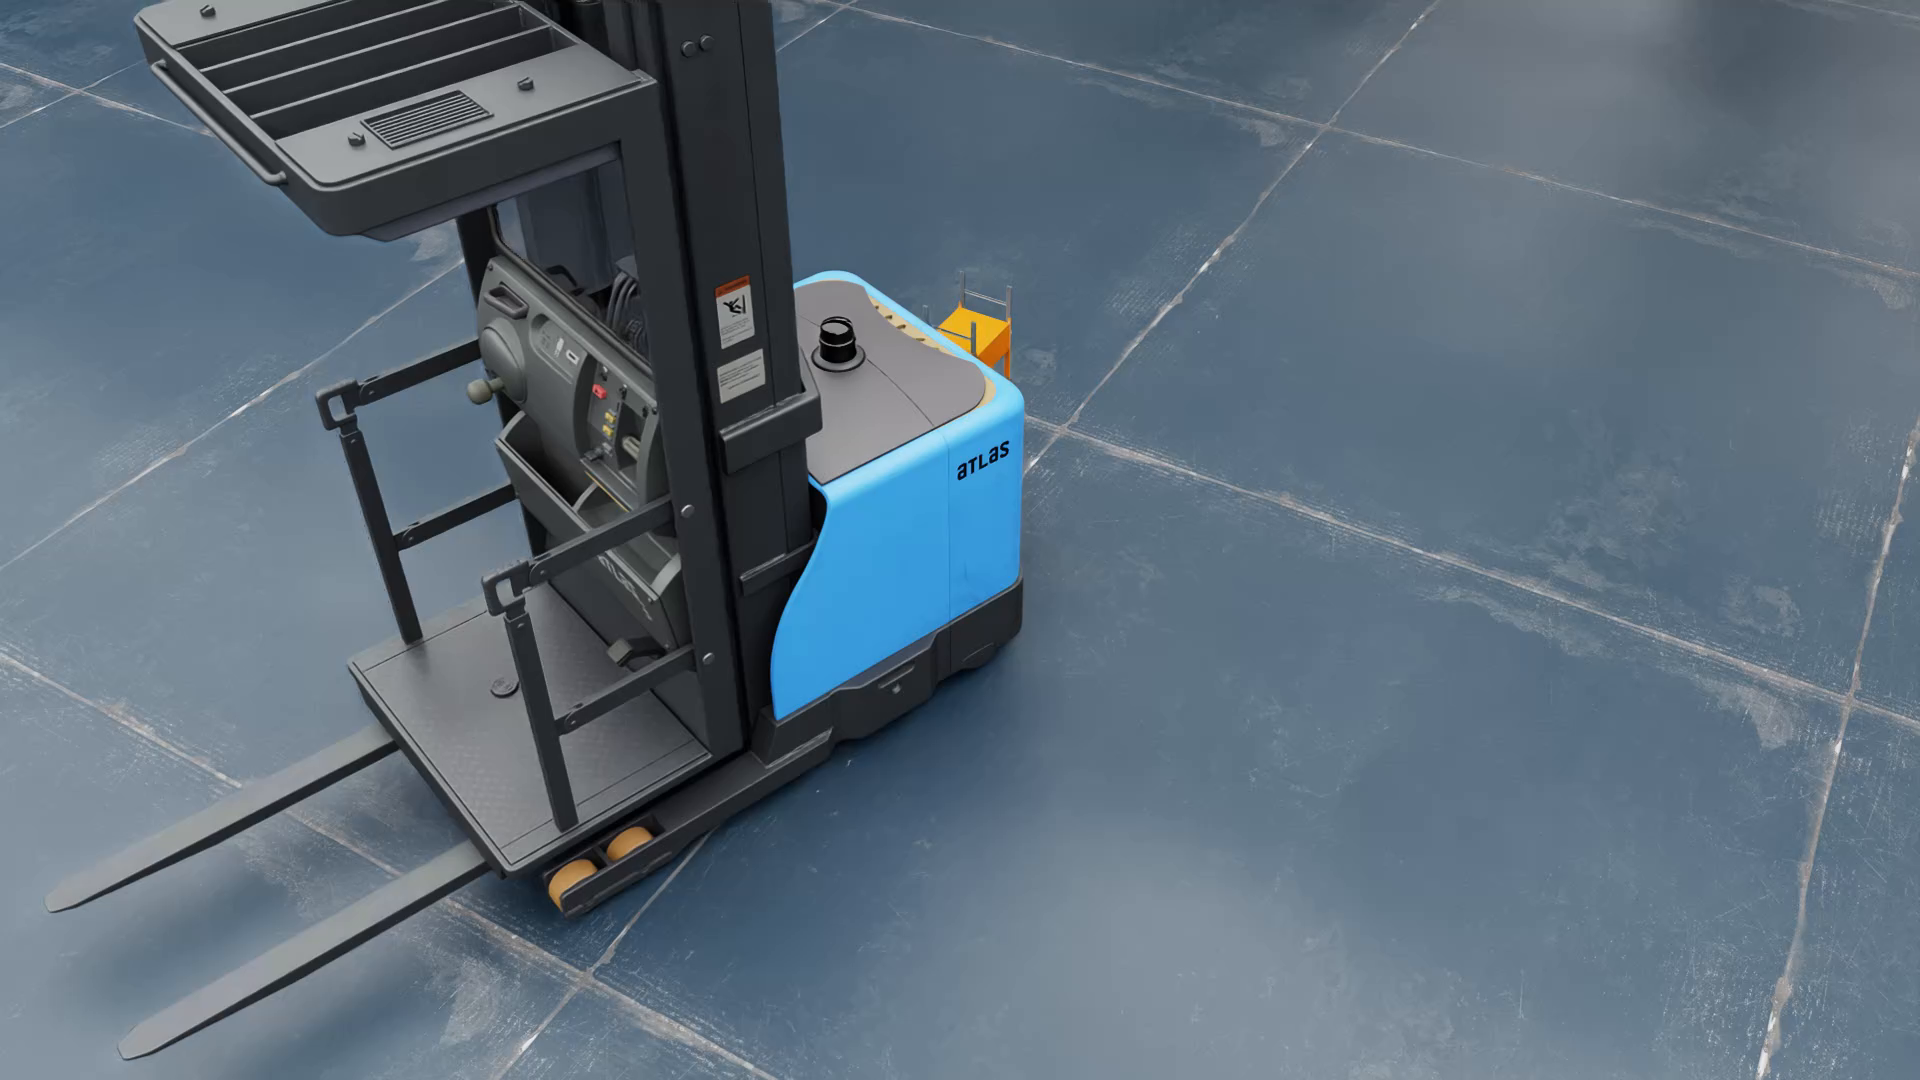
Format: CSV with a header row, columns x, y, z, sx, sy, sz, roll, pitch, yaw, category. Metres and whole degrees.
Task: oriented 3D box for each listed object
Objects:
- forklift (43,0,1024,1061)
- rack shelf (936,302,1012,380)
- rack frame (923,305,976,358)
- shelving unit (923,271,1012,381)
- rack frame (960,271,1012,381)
x,y,z,sx,sy,sz,roll,pitch,yaw,category
-1.241,-0.375,4.458,3.031,2.935,1.130,-29,49,-29,forklift
0.027,-0.630,5.757,0.215,0.259,0.240,21,45,22,rack shelf
-0.034,-0.355,5.859,0.200,1.050,0.008,21,45,22,rack frame
0.027,-0.425,5.938,0.215,1.050,0.252,21,45,22,shelving unit
0.088,-0.494,6.017,0.200,1.050,0.008,21,45,22,rack frame
